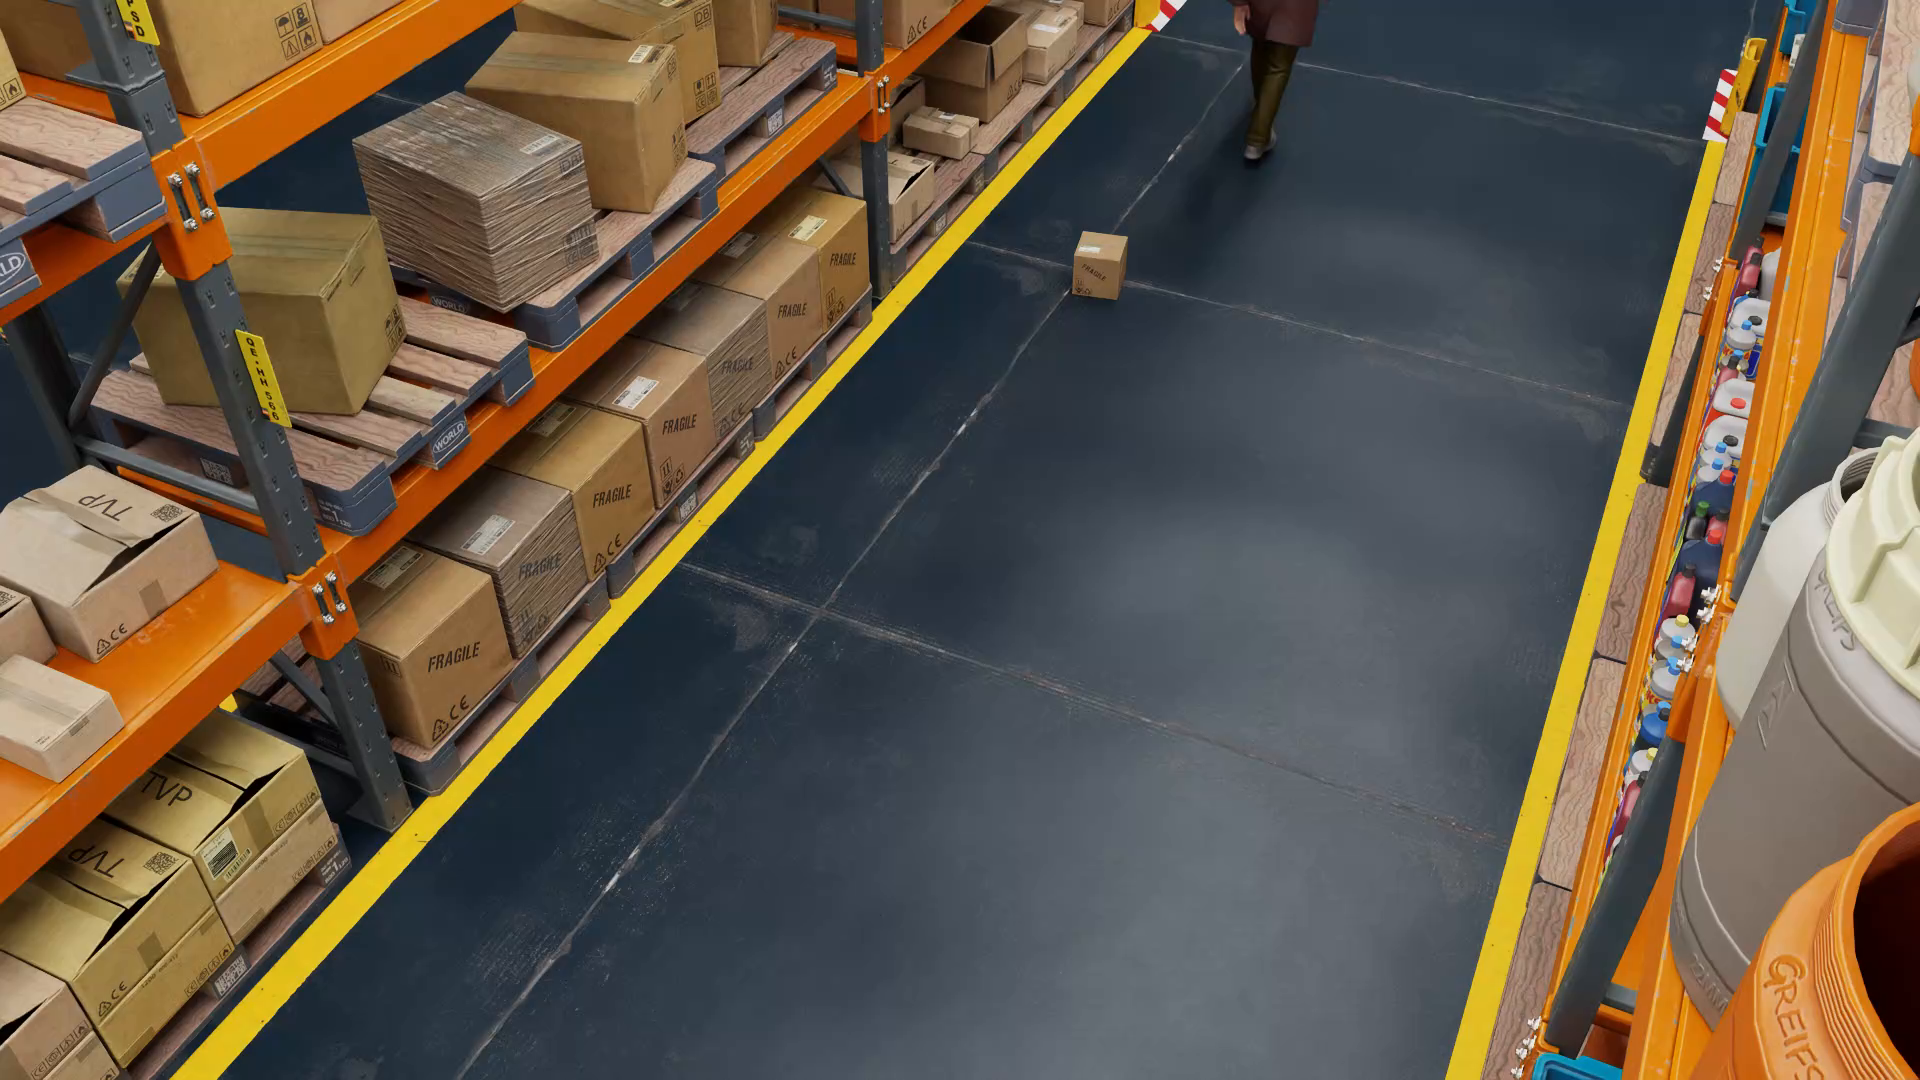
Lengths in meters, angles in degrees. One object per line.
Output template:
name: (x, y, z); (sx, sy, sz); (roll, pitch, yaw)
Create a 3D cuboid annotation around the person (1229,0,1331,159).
person: (1.938, -3.241, 9.821); (0.569, 1.727, 1.066); (18, 44, 19)
